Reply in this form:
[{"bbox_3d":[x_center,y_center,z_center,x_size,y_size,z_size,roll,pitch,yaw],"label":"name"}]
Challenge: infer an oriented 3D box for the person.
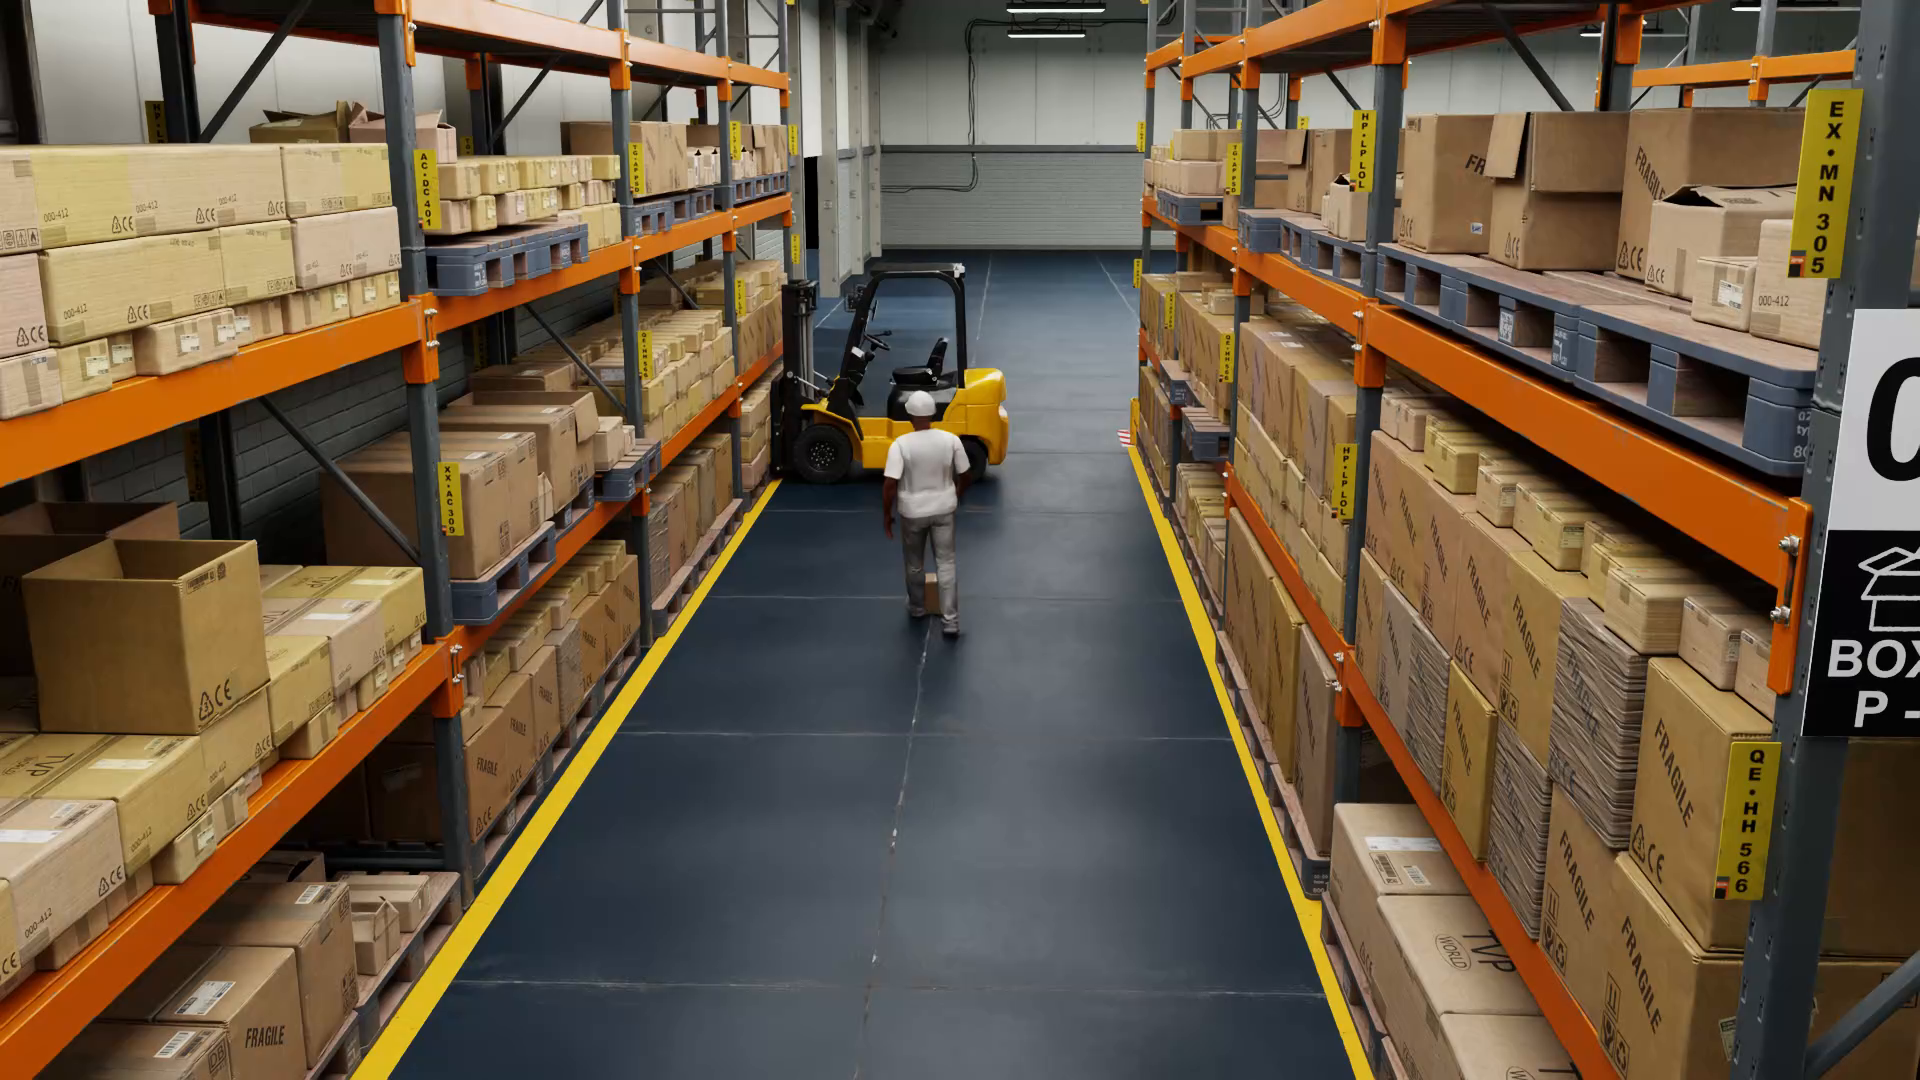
[{"bbox_3d":[-0.244,-0.230,11.918,0.635,1.741,0.911,-1,14,-4],"label":"person"}]
